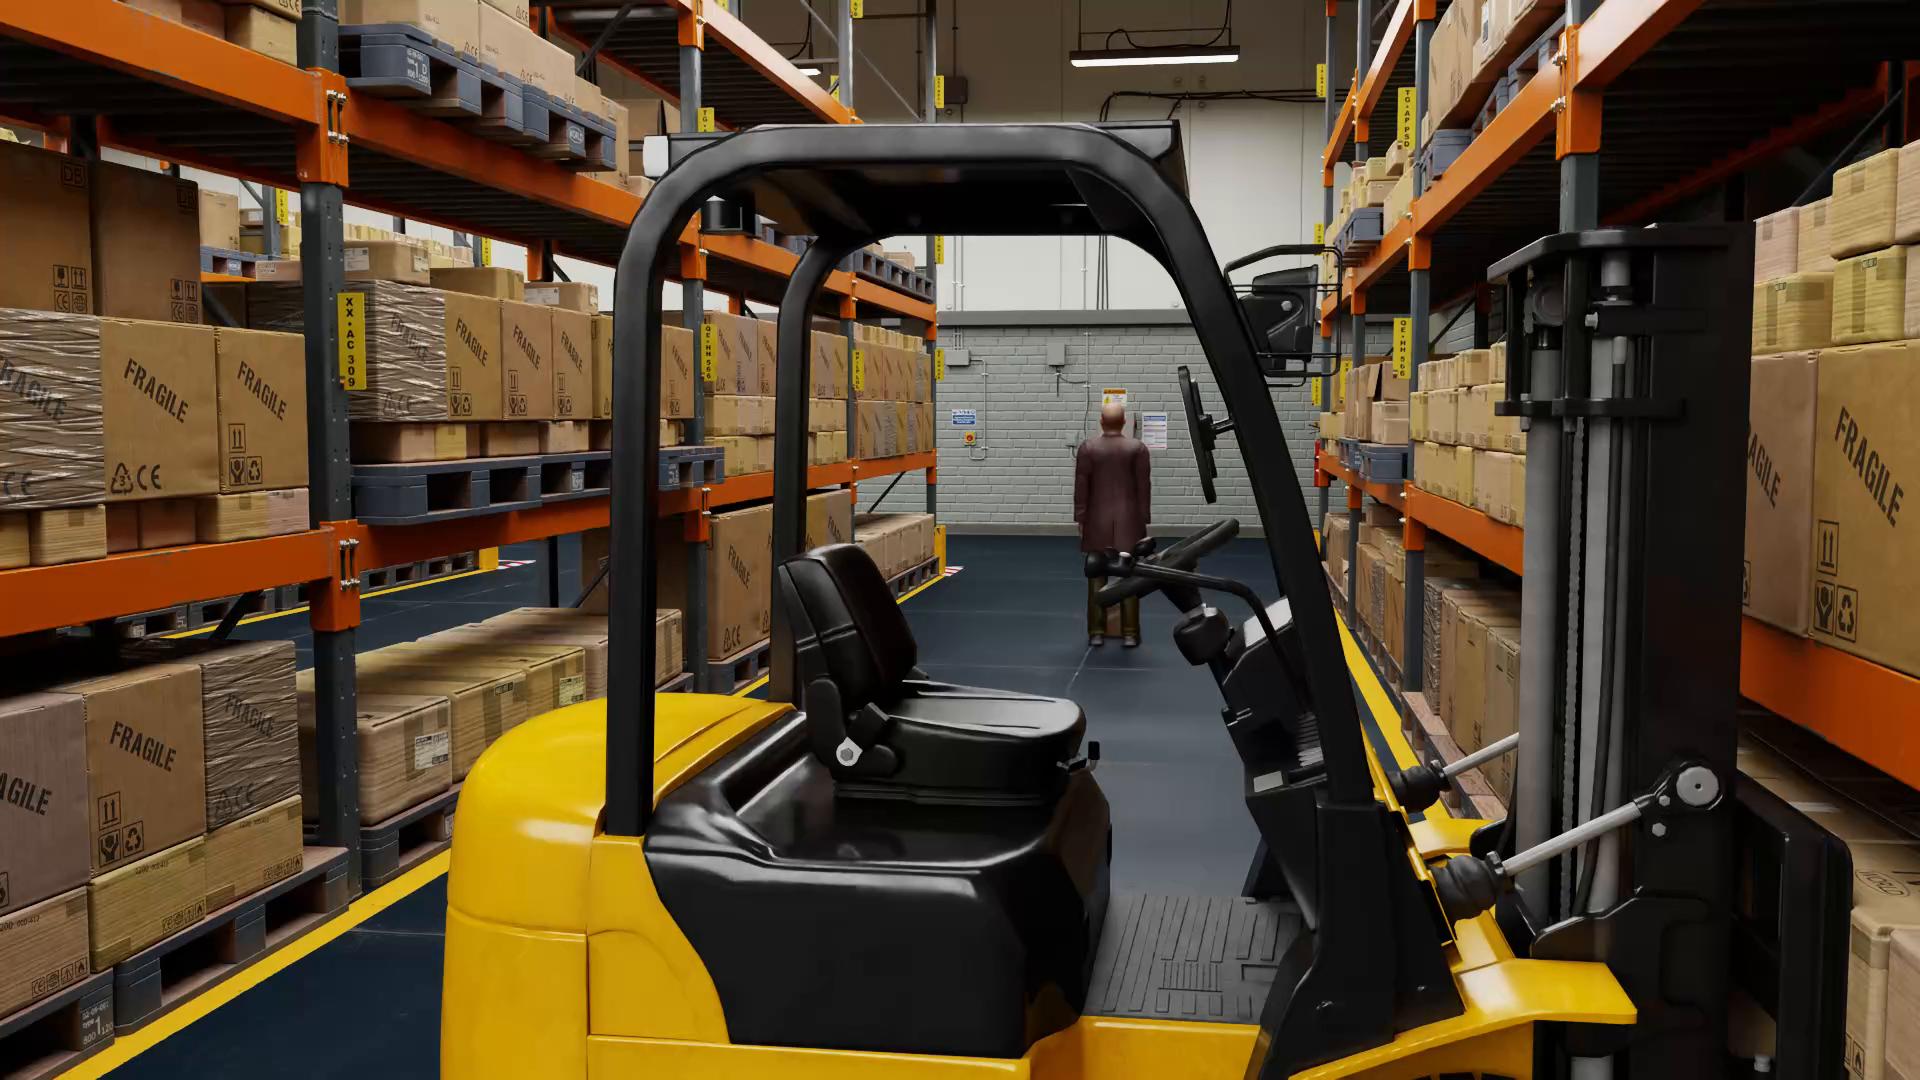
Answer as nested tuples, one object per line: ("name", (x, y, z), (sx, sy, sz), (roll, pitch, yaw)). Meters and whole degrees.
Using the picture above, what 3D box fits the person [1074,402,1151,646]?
("person", (1.115, -0.120, 12.178), (0.562, 1.776, 0.390), (1, 4, 10))
